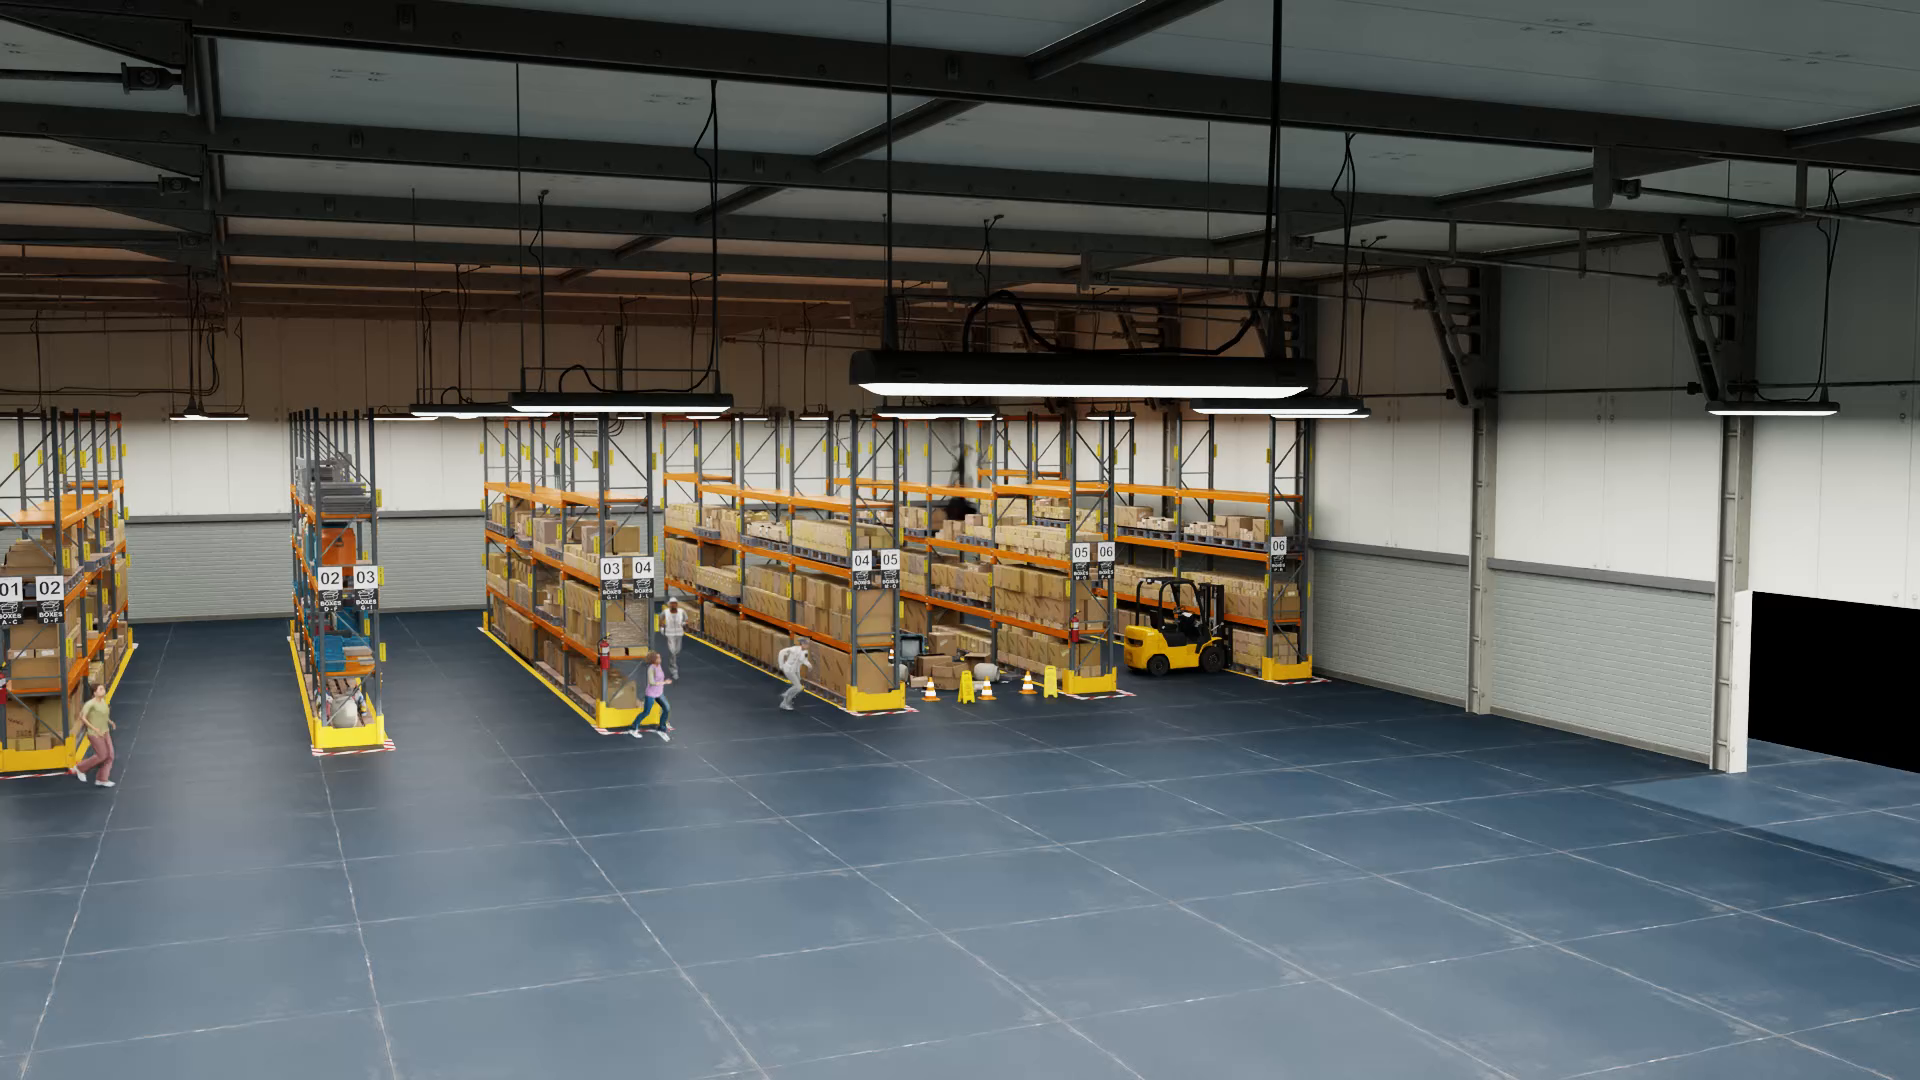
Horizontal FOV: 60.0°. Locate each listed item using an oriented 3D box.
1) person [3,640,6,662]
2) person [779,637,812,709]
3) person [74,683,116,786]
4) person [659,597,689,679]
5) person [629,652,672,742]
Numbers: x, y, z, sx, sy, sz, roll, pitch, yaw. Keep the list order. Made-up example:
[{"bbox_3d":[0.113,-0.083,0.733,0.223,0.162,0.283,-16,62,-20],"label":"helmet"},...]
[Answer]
[{"bbox_3d":[-19.591,2.507,33.603,0.557,1.711,0.901,-2,5,-30],"label":"person"},{"bbox_3d":[-3.304,2.661,33.075,0.819,1.496,0.645,3,5,37],"label":"person"},{"bbox_3d":[-13.670,3.069,26.290,0.605,1.647,0.600,0,4,4],"label":"person"},{"bbox_3d":[-6.451,2.190,37.630,0.661,1.808,0.922,-2,4,-23],"label":"person"},{"bbox_3d":[-5.545,2.826,29.994,0.841,1.631,0.548,1,4,19],"label":"person"}]
